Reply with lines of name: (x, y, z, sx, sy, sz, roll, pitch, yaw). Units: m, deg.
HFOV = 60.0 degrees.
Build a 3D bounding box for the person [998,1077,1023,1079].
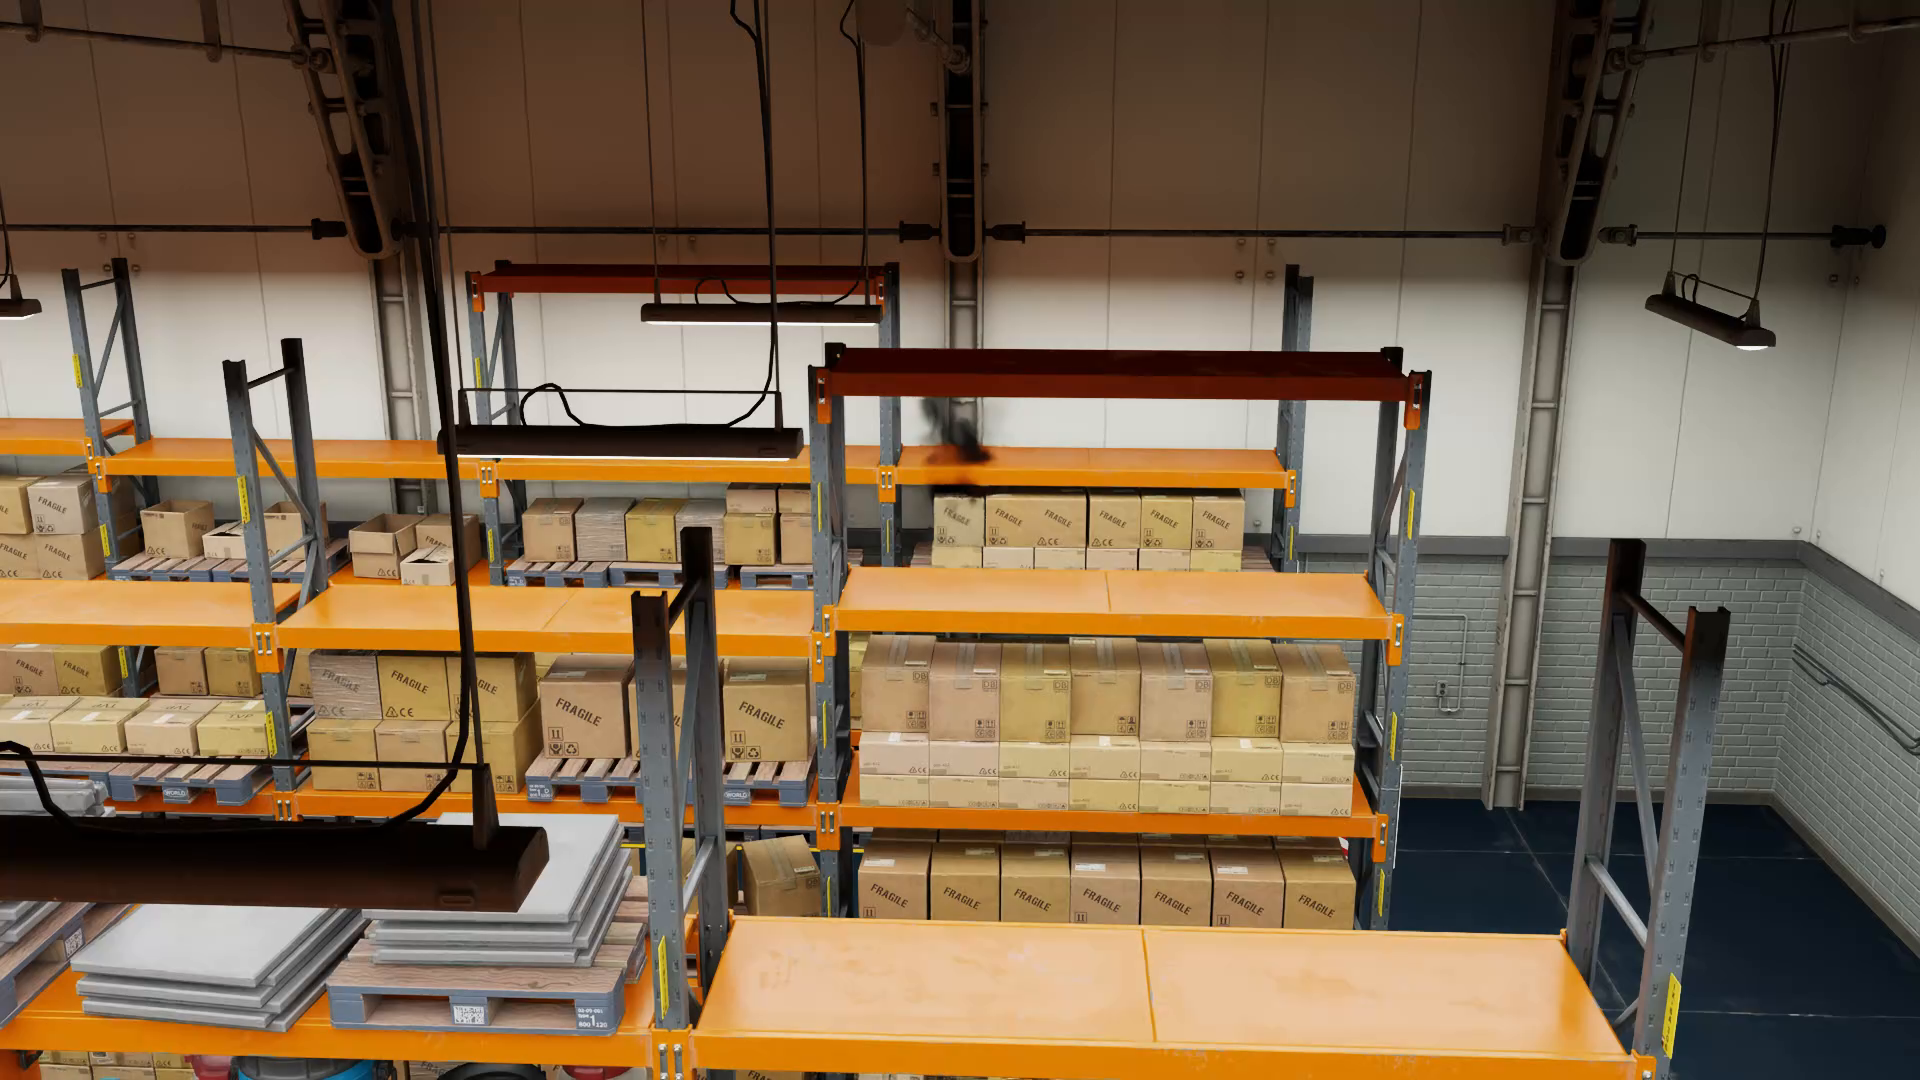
person: (0.360, 4.256, 11.012, 0.685, 1.651, 0.580, -2, 16, -7)
